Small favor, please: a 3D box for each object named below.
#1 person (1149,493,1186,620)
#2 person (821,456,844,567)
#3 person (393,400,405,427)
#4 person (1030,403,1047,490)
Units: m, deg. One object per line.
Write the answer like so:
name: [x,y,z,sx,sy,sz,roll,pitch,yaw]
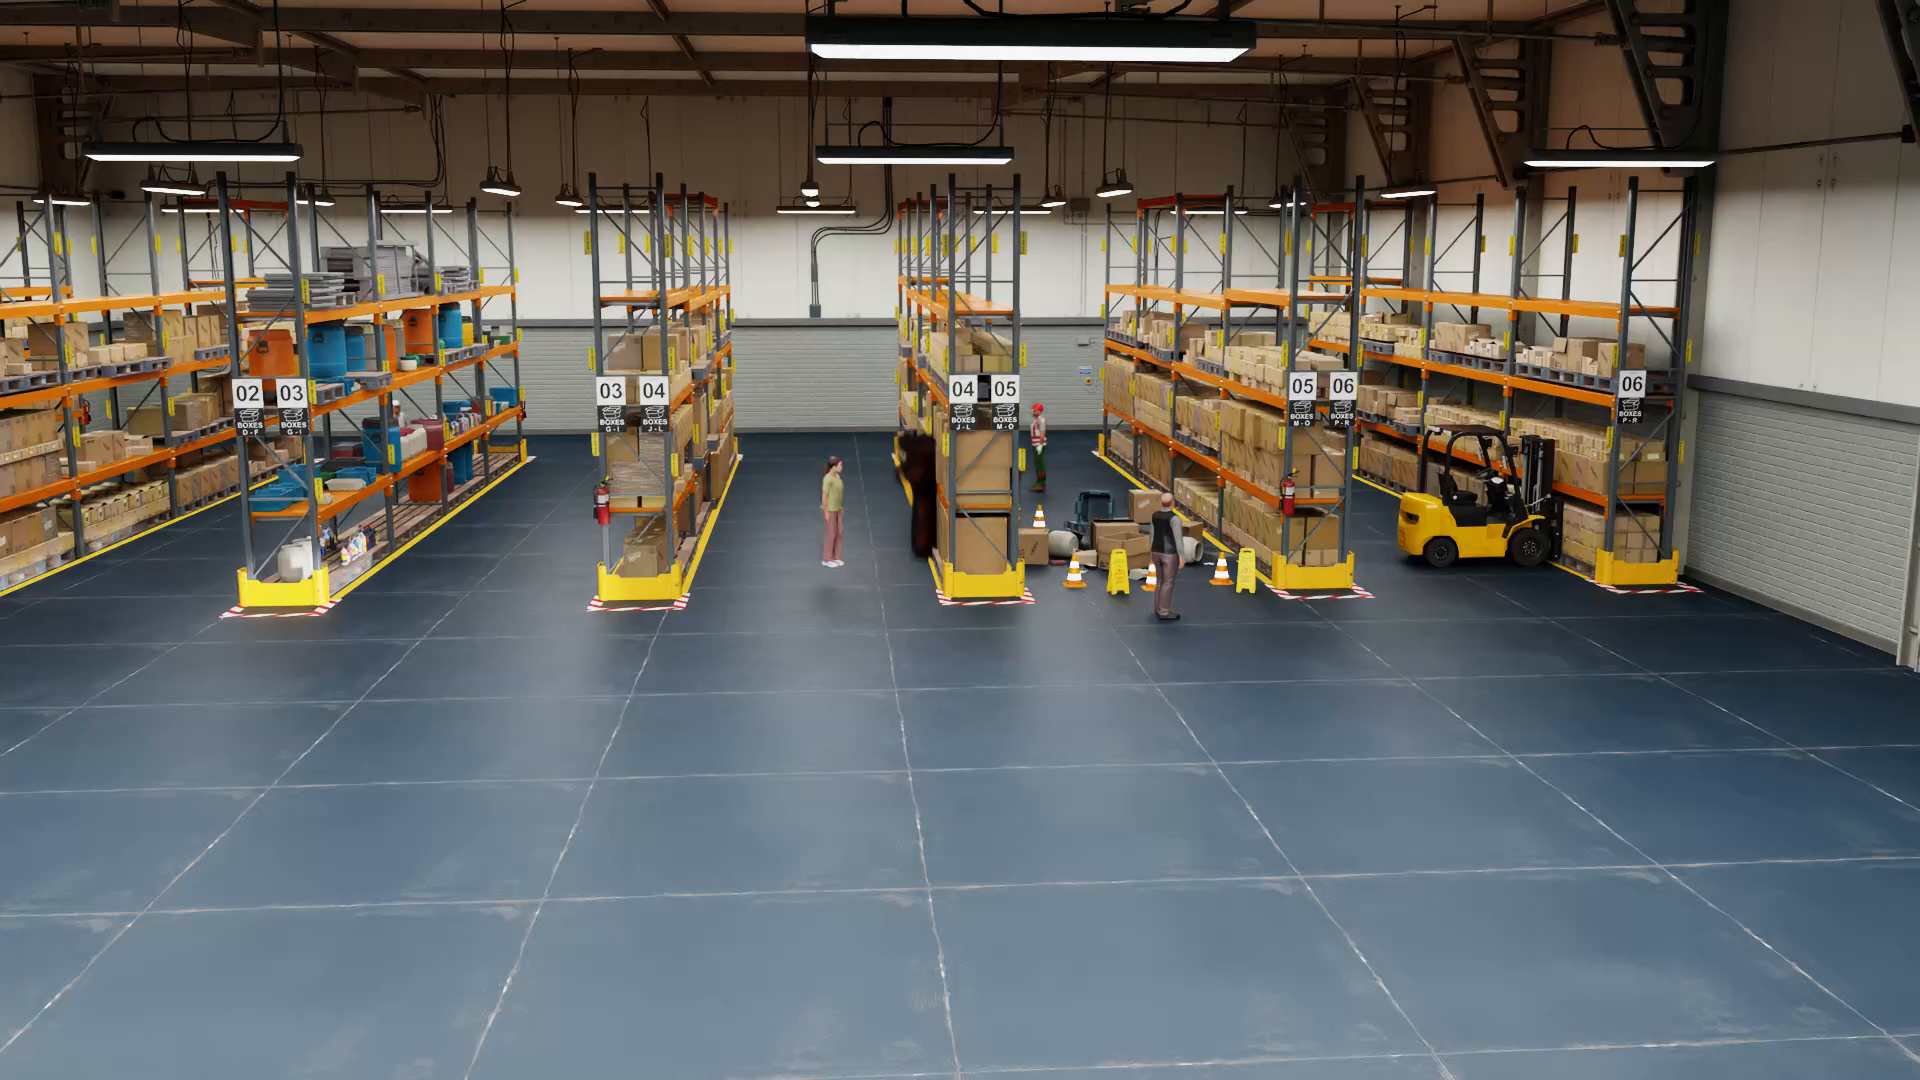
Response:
person: [2.863,0.222,22.574,0.477,1.747,0.586,-7,12,-35]
person: [-1.902,-0.430,24.717,0.353,1.670,0.477,4,11,21]
person: [-12.222,-2.139,36.015,0.740,1.804,0.877,0,10,0]
person: [1.609,-1.946,34.506,0.370,1.793,0.636,-1,10,-5]
